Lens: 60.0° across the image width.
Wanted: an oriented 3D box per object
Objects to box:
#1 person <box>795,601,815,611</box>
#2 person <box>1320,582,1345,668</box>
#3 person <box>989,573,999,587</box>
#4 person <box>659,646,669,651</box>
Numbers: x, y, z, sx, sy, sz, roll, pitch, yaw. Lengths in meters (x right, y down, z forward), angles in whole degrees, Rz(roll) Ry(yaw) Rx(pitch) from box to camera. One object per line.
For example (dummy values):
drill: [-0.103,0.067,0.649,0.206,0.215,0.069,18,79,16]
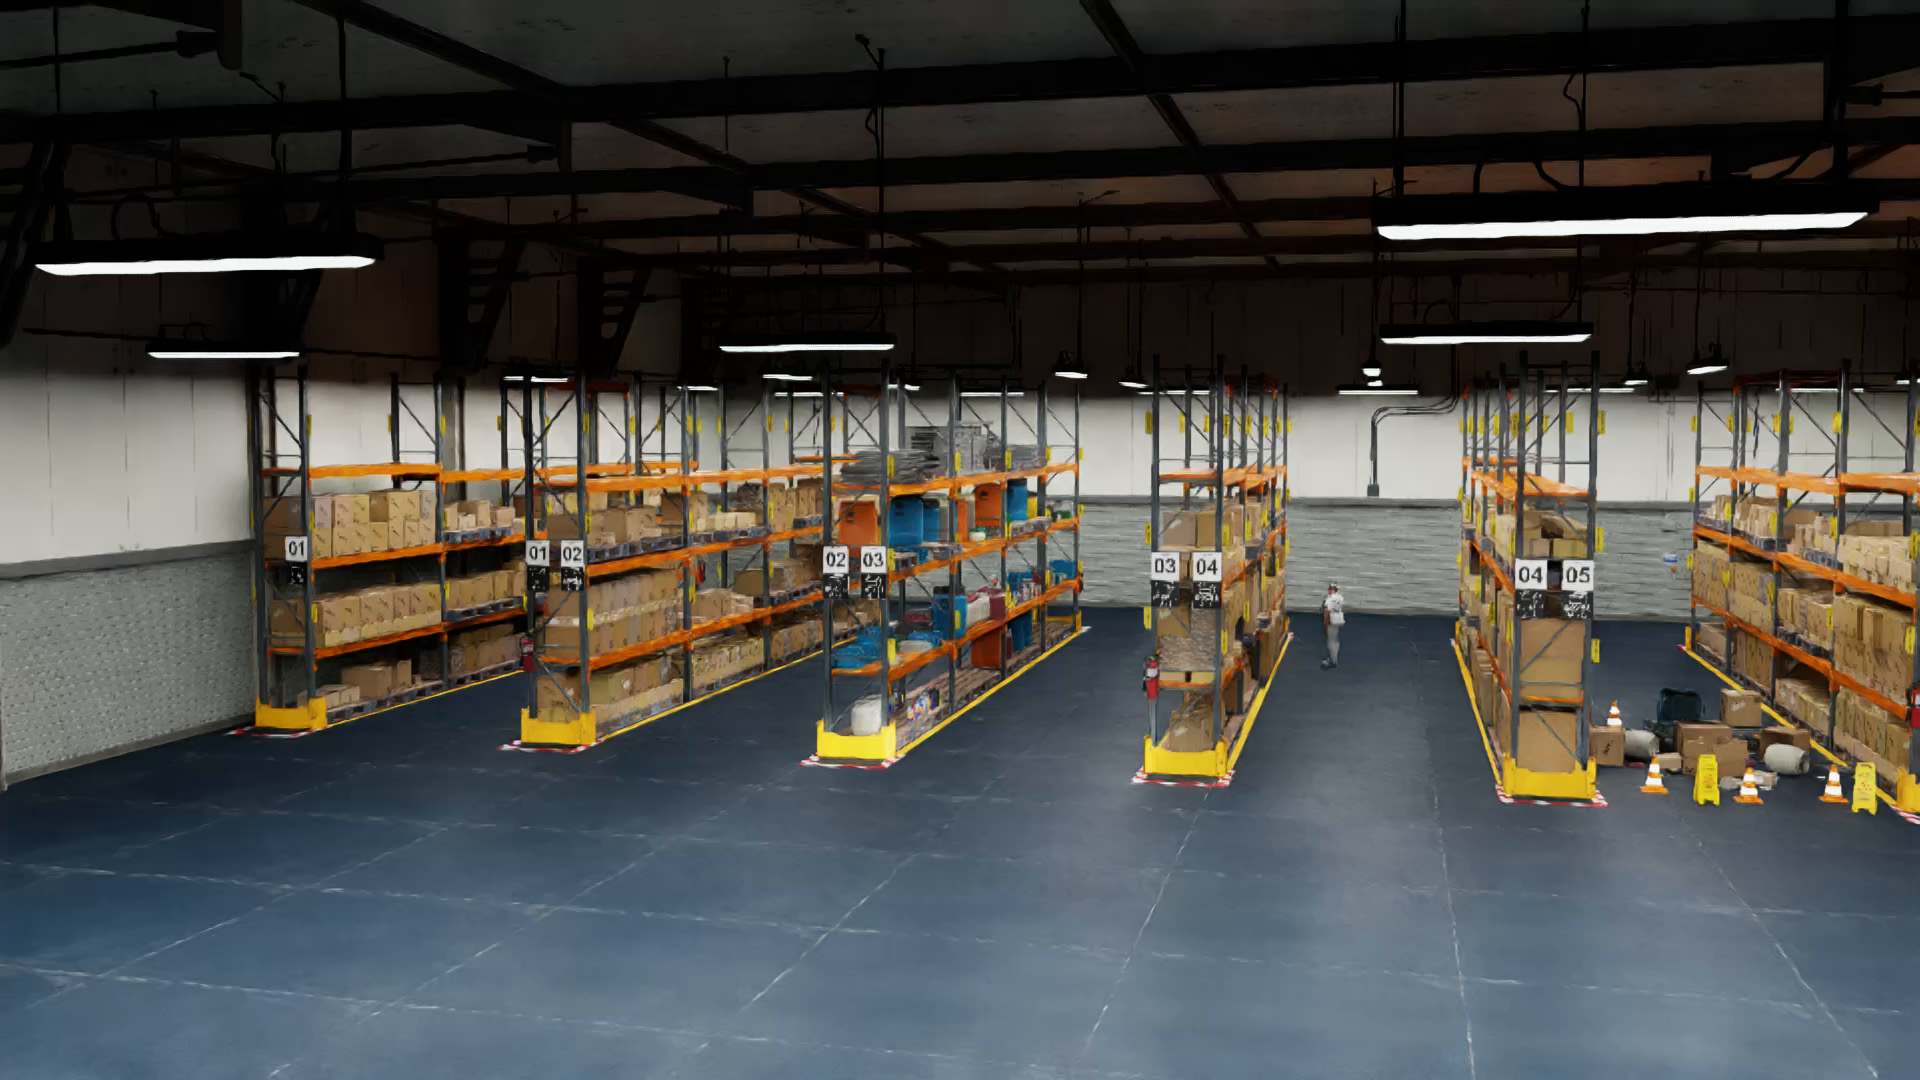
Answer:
person: [-4.092,1.139,43.776,0.700,1.671,0.560,-3,5,-36]
person: [7.668,1.744,34.399,0.501,1.758,0.588,4,5,44]
person: [0.902,1.551,38.419,0.534,1.598,0.934,3,5,35]
person: [-6.096,1.763,34.641,0.409,1.677,0.532,-1,4,-17]
